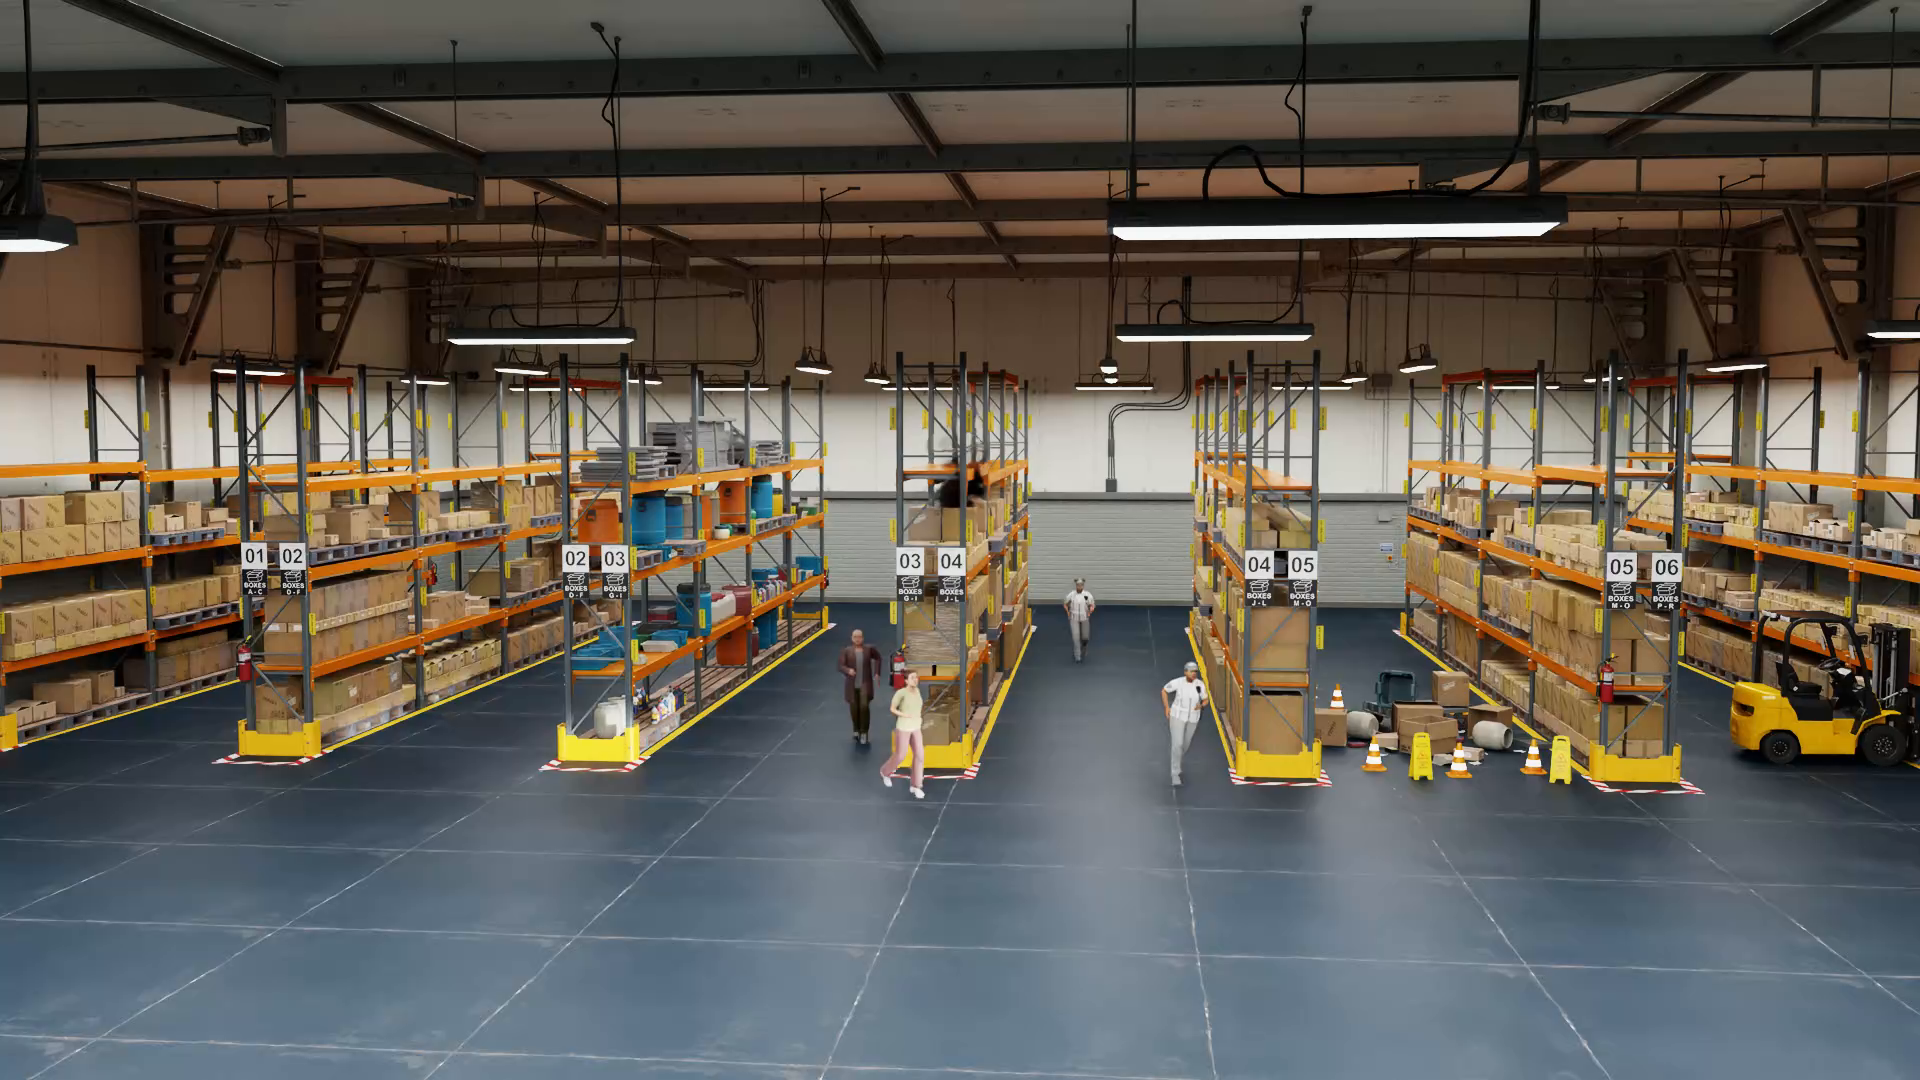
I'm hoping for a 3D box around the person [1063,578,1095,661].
[{"bbox_3d":[2.504,1.648,34.982,0.664,1.733,0.645,0,4,2],"label":"person"}]

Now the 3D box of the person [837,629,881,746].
[{"bbox_3d":[-1.571,2.288,25.830,0.665,1.807,0.877,0,4,1],"label":"person"}]

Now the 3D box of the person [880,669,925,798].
[{"bbox_3d":[-0.716,2.577,22.444,0.596,1.689,0.874,-3,5,-39],"label":"person"}]

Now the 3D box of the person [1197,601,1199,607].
[{"bbox_3d":[5.988,1.293,40.811,0.552,1.601,0.677,3,5,32],"label":"person"}]

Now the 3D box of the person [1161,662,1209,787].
[{"bbox_3d":[3.165,2.537,23.273,0.629,1.674,0.882,-1,4,-10],"label":"person"}]
